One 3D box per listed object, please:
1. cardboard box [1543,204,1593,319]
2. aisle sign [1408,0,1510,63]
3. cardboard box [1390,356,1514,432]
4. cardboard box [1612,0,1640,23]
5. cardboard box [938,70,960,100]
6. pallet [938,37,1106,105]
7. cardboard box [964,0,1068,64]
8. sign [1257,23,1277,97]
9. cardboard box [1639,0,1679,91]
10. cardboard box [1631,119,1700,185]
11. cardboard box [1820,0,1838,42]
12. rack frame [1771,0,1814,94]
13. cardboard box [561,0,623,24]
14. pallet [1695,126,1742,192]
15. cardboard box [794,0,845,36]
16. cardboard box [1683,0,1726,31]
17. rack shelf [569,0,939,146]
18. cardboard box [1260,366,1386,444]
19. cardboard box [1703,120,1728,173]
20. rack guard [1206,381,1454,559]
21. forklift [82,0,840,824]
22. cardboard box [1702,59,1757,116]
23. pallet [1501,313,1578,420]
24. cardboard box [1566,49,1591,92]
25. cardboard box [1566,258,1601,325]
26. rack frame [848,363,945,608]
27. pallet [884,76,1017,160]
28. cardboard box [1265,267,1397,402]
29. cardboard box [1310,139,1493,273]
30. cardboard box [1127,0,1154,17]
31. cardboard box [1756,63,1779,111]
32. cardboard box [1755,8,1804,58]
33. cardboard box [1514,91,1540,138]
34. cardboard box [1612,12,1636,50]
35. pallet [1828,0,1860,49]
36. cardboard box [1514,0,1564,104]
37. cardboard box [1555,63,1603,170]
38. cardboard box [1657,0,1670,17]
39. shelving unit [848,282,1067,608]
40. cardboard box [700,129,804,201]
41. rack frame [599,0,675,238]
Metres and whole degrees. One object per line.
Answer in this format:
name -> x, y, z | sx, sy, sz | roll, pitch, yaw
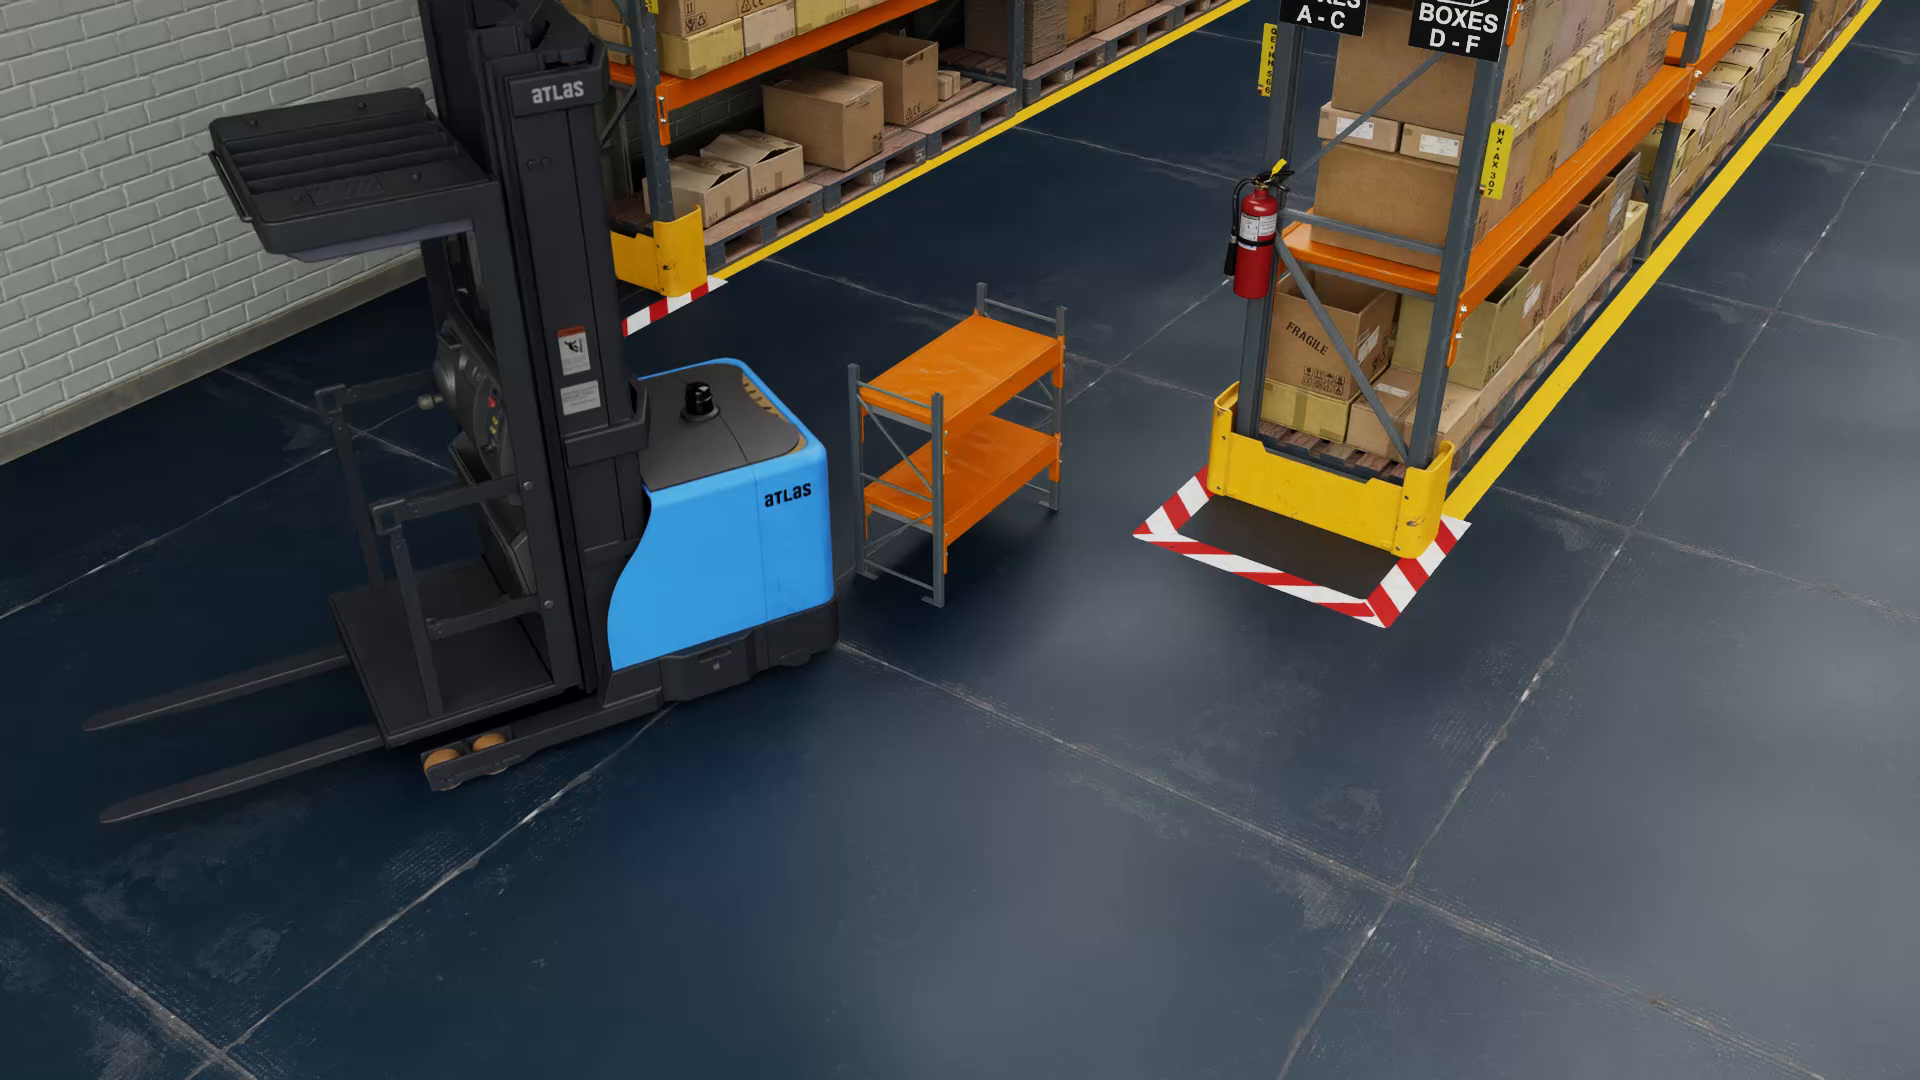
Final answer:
cardboard box -> 3.194, -1.624, 9.383 | 0.500, 0.500, 0.500 | 21, 39, 28
aisle sign -> 2.062, -2.362, 6.744 | 0.394, 0.787, 0.004 | 21, 39, 28
cardboard box -> 2.619, -0.855, 8.916 | 0.500, 0.250, 0.500 | 21, 39, 28
cardboard box -> 3.308, -3.163, 9.002 | 0.700, 0.500, 0.500 | 21, 39, 28
cardboard box -> -0.223, -3.587, 13.013 | 0.380, 0.166, 0.250 | 16, 37, 22
pallet -> 0.500, -4.038, 14.032 | 1.003, 0.211, 1.213 | 21, 39, 28
cardboard box -> 0.463, -4.325, 13.807 | 0.700, 0.500, 0.500 | 23, 40, 30
sign -> 1.410, -2.170, 7.537 | 0.100, 0.325, 0.005 | 21, 39, 28
cardboard box -> 3.881, -3.089, 10.051 | 0.700, 0.500, 0.500 | 20, 39, 27
cardboard box -> 4.569, -2.632, 11.043 | 0.500, 0.311, 0.500 | 21, 40, 28
cardboard box -> 7.198, -4.602, 14.216 | 0.500, 0.500, 0.500 | 20, 39, 27
rack frame -> 6.410, -5.094, 13.106 | 1.000, 3.000, 0.127 | 21, 39, 28
cardboard box -> -2.129, -3.535, 10.246 | 0.500, 0.500, 0.500 | 21, 39, 28
pallet -> 5.212, -3.014, 12.518 | 1.003, 0.211, 1.213 | 21, 39, 28
cardboard box -> -1.105, -3.539, 10.921 | 0.500, 0.250, 0.500 | 21, 39, 27
cardboard box -> 4.802, -3.492, 10.960 | 0.380, 0.149, 0.250 | 21, 39, 28
rack shelf -> -1.083, -3.616, 11.561 | 1.077, 0.370, 4.000 | 21, 39, 28
cardboard box -> 1.911, -0.789, 8.819 | 0.500, 0.250, 0.500 | 21, 39, 28
cardboard box -> 5.148, -2.869, 11.895 | 0.500, 0.250, 0.500 | 20, 39, 27
rack guard -> 1.834, -0.366, 8.345 | 1.175, 0.500, 0.348 | 21, 39, 28
forklift -> -2.082, -0.539, 6.430 | 3.031, 2.935, 1.130 | -17, 38, -24
cardboard box -> 5.445, -3.339, 12.089 | 0.500, 0.311, 0.500 | 22, 40, 29
pallet -> 2.946, -1.182, 9.810 | 1.003, 0.211, 1.213 | 21, 39, 28
cardboard box -> 2.981, -2.428, 8.495 | 0.380, 0.149, 0.250 | 21, 39, 28
cardboard box -> 3.478, -1.544, 9.935 | 0.500, 0.250, 0.500 | 21, 39, 28
rack frame -> -0.286, -0.235, 7.594 | 0.500, 1.125, 0.032 | 21, 39, 28
pallet -> -0.297, -3.359, 13.028 | 1.003, 0.211, 1.213 | 21, 39, 28
cardboard box -> 1.909, -1.100, 8.610 | 0.500, 0.500, 0.500 | 21, 39, 28
cardboard box -> 2.125, -1.665, 7.945 | 0.700, 0.500, 0.500 | 21, 39, 28
cardboard box -> 1.321, -5.036, 14.858 | 0.700, 0.500, 0.500 | 21, 39, 28
cardboard box -> 6.019, -3.571, 12.933 | 0.500, 0.250, 0.500 | 21, 39, 28
cardboard box -> 6.313, -4.042, 13.128 | 0.500, 0.311, 0.500 | 22, 40, 29
cardboard box -> 2.540, -2.071, 7.967 | 0.380, 0.149, 0.250 | 21, 40, 28
cardboard box -> 3.424, -2.786, 9.024 | 0.380, 0.149, 0.250 | 22, 40, 29
pallet -> 7.563, -4.830, 15.204 | 1.003, 0.211, 1.213 | 21, 39, 28
cardboard box -> 2.450, -2.471, 7.978 | 0.700, 0.500, 0.500 | 20, 39, 27
cardboard box -> 3.005, -2.378, 9.000 | 0.700, 0.500, 0.500 | 23, 40, 30
cardboard box -> 3.860, -3.136, 9.541 | 0.380, 0.149, 0.250 | 20, 39, 27
shelving unit -> 0.004, -0.469, 7.939 | 0.538, 1.125, 1.048 | 21, 39, 28
cardboard box -> -1.430, -2.614, 11.445 | 0.500, 0.311, 0.500 | 25, 41, 32
rack frame -> -2.224, -2.993, 9.999 | 1.000, 3.000, 0.127 | 21, 39, 28
